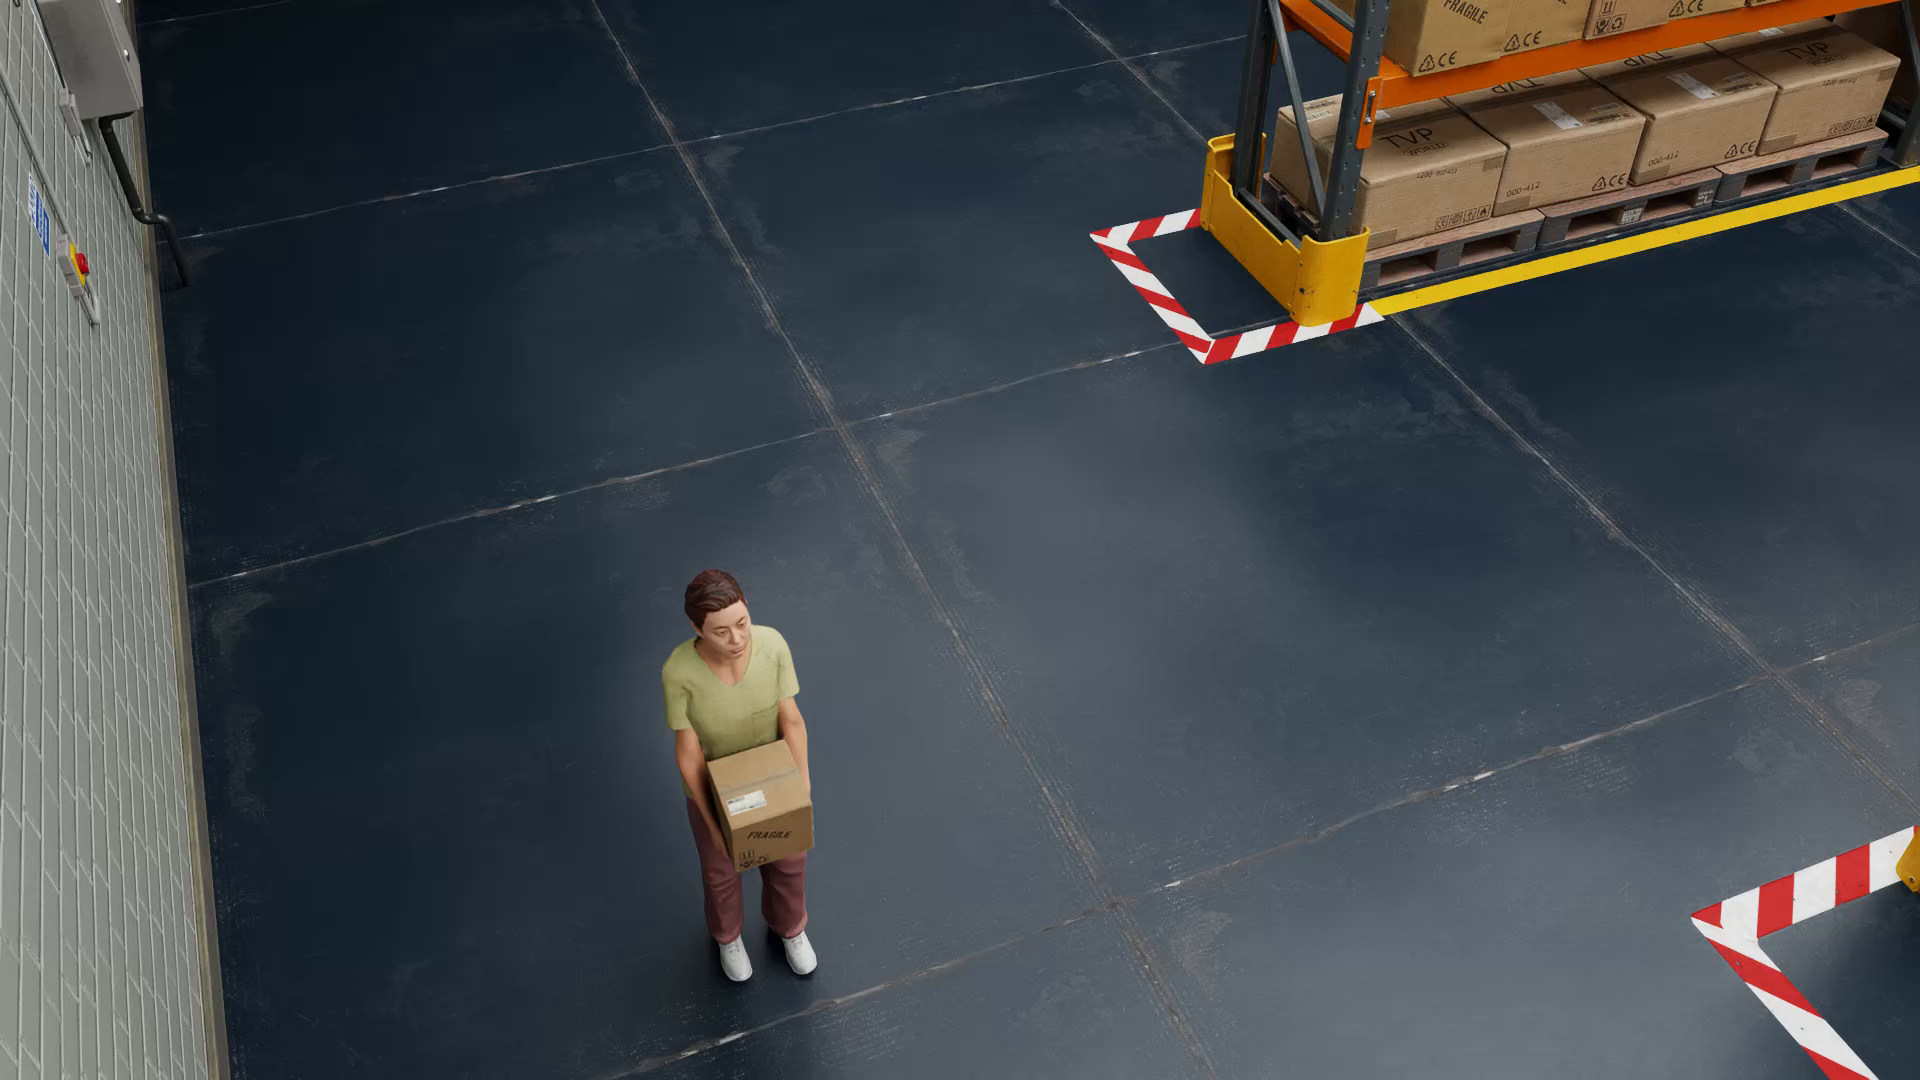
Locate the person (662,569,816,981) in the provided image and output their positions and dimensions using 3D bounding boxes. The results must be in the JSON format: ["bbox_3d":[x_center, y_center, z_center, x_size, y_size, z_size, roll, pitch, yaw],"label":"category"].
[{"bbox_3d":[-0.671,0.808,5.269,0.420,1.668,0.538,-15,44,-16],"label":"person"}]
